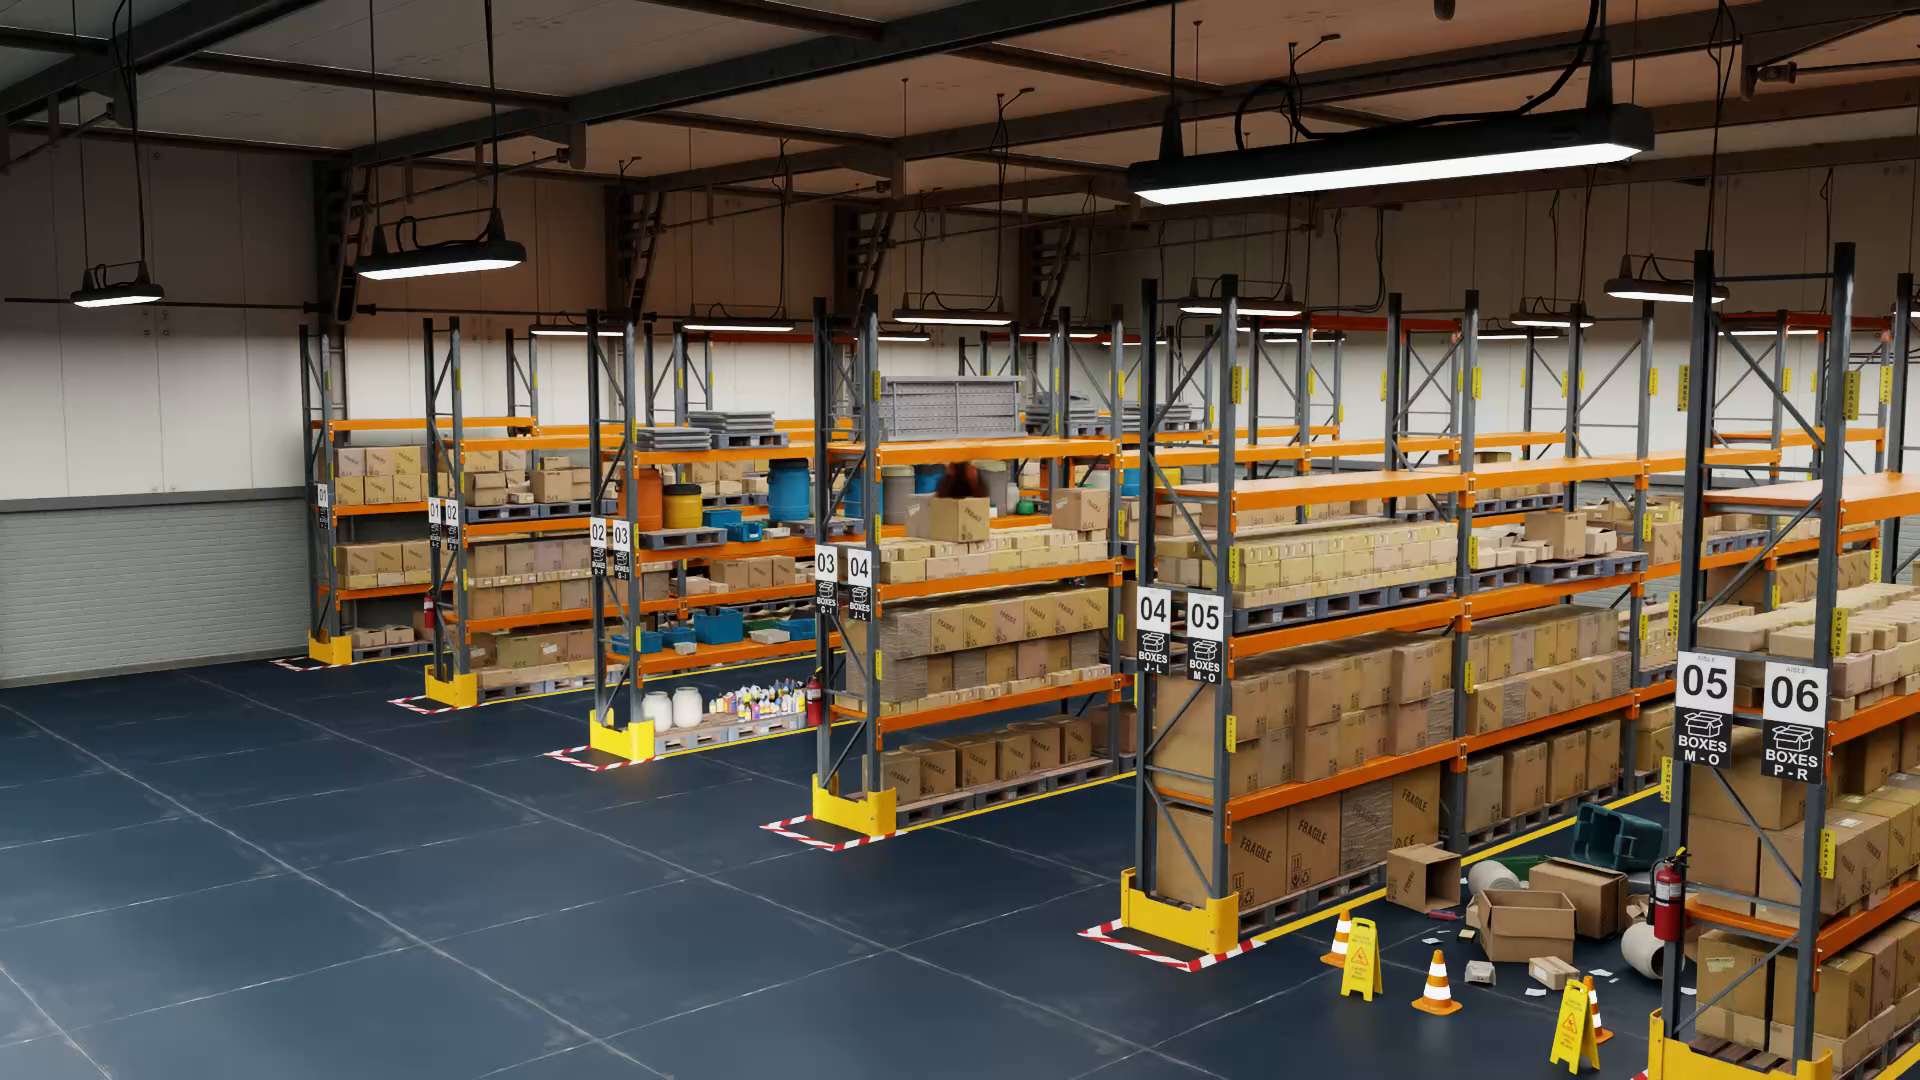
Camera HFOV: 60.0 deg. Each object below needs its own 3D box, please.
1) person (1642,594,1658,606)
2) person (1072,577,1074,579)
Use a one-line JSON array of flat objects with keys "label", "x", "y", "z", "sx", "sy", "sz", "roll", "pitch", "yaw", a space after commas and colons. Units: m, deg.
[{"label": "person", "x": 10.949, "y": 1.672, "z": 26.357, "sx": 0.524, "sy": 1.690, "sz": 0.441, "roll": -2, "pitch": 6, "yaw": -16}, {"label": "person", "x": 2.826, "y": 0.396, "z": 38.738, "sx": 0.848, "sy": 1.728, "sz": 0.662, "roll": 2, "pitch": 6, "yaw": 20}]
